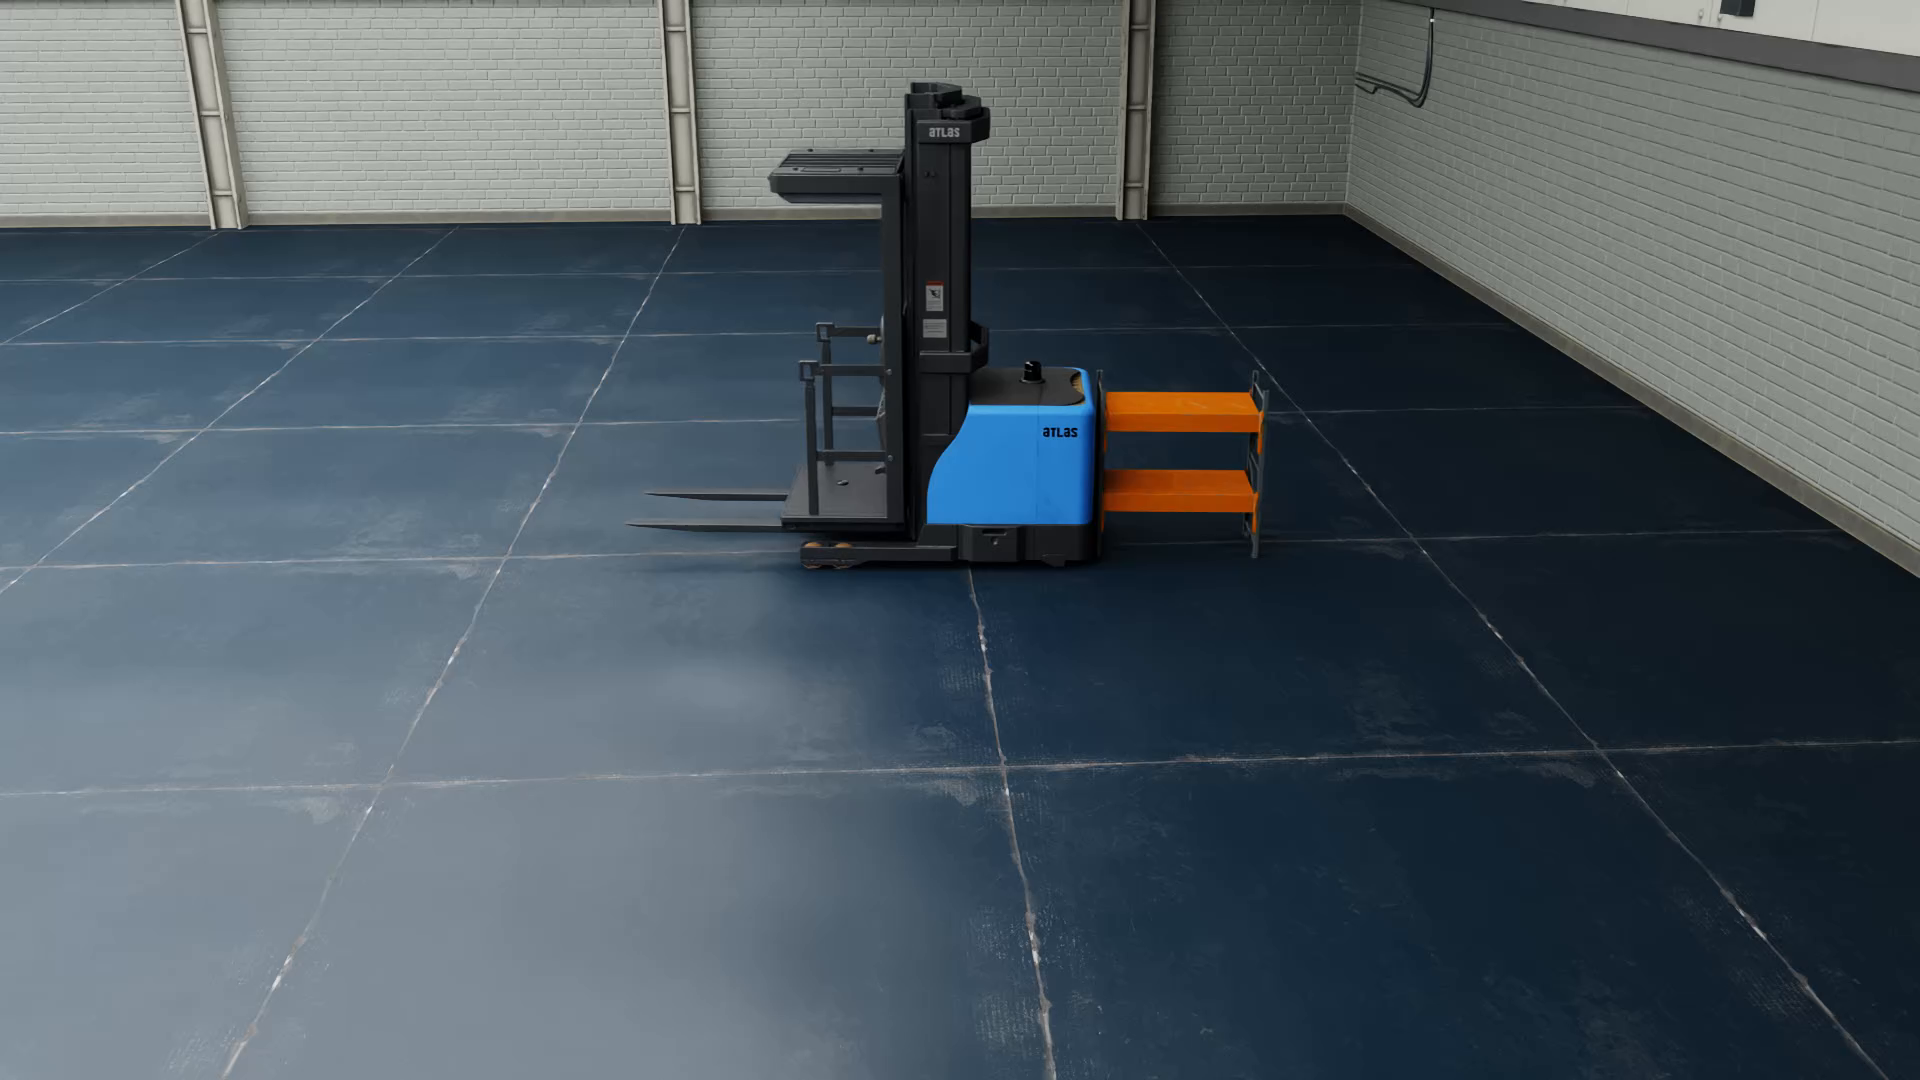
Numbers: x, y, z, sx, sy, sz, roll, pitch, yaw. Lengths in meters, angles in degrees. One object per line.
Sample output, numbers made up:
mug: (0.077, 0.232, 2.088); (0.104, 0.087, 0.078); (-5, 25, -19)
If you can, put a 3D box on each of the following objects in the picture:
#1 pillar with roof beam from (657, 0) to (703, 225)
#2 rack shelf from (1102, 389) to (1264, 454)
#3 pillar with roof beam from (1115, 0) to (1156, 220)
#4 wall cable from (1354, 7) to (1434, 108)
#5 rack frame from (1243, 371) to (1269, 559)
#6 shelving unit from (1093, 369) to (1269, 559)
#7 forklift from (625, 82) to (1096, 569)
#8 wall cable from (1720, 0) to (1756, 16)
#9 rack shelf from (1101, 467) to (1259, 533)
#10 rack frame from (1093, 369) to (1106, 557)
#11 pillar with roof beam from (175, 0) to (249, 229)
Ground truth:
pillar with roof beam: (-3.413, -6.939, 16.700); (0.400, 9.000, 9.100); (-1, 21, -3)
rack shelf: (1.418, -0.771, 10.744); (1.000, 0.278, 0.538); (1, 21, 1)
pillar with roof beam: (2.577, -7.061, 17.021); (0.400, 9.000, 9.100); (-1, 21, -3)
wall cable: (5.348, -6.729, 20.513); (0.112, 2.526, 3.097); (-1, 21, -3)
rack frame: (1.926, -0.493, 10.836); (0.032, 1.125, 0.500); (1, 21, 1)
shelving unit: (1.418, -0.498, 10.848); (1.048, 1.125, 0.538); (1, 21, 1)
forklift: (-0.647, -1.370, 10.601); (3.031, 2.935, 1.130); (1, 21, 1)
wall cable: (5.874, -6.397, 10.497); (0.169, 6.003, 2.305); (-1, 21, -3)
rack shelf: (1.418, -0.269, 10.935); (1.000, 0.278, 0.538); (1, 21, 1)
rack frame: (0.909, -0.502, 10.860); (0.032, 1.125, 0.500); (1, 21, 1)
pillar with roof beam: (-9.403, -6.817, 16.380); (0.400, 9.000, 9.100); (-1, 21, -3)
